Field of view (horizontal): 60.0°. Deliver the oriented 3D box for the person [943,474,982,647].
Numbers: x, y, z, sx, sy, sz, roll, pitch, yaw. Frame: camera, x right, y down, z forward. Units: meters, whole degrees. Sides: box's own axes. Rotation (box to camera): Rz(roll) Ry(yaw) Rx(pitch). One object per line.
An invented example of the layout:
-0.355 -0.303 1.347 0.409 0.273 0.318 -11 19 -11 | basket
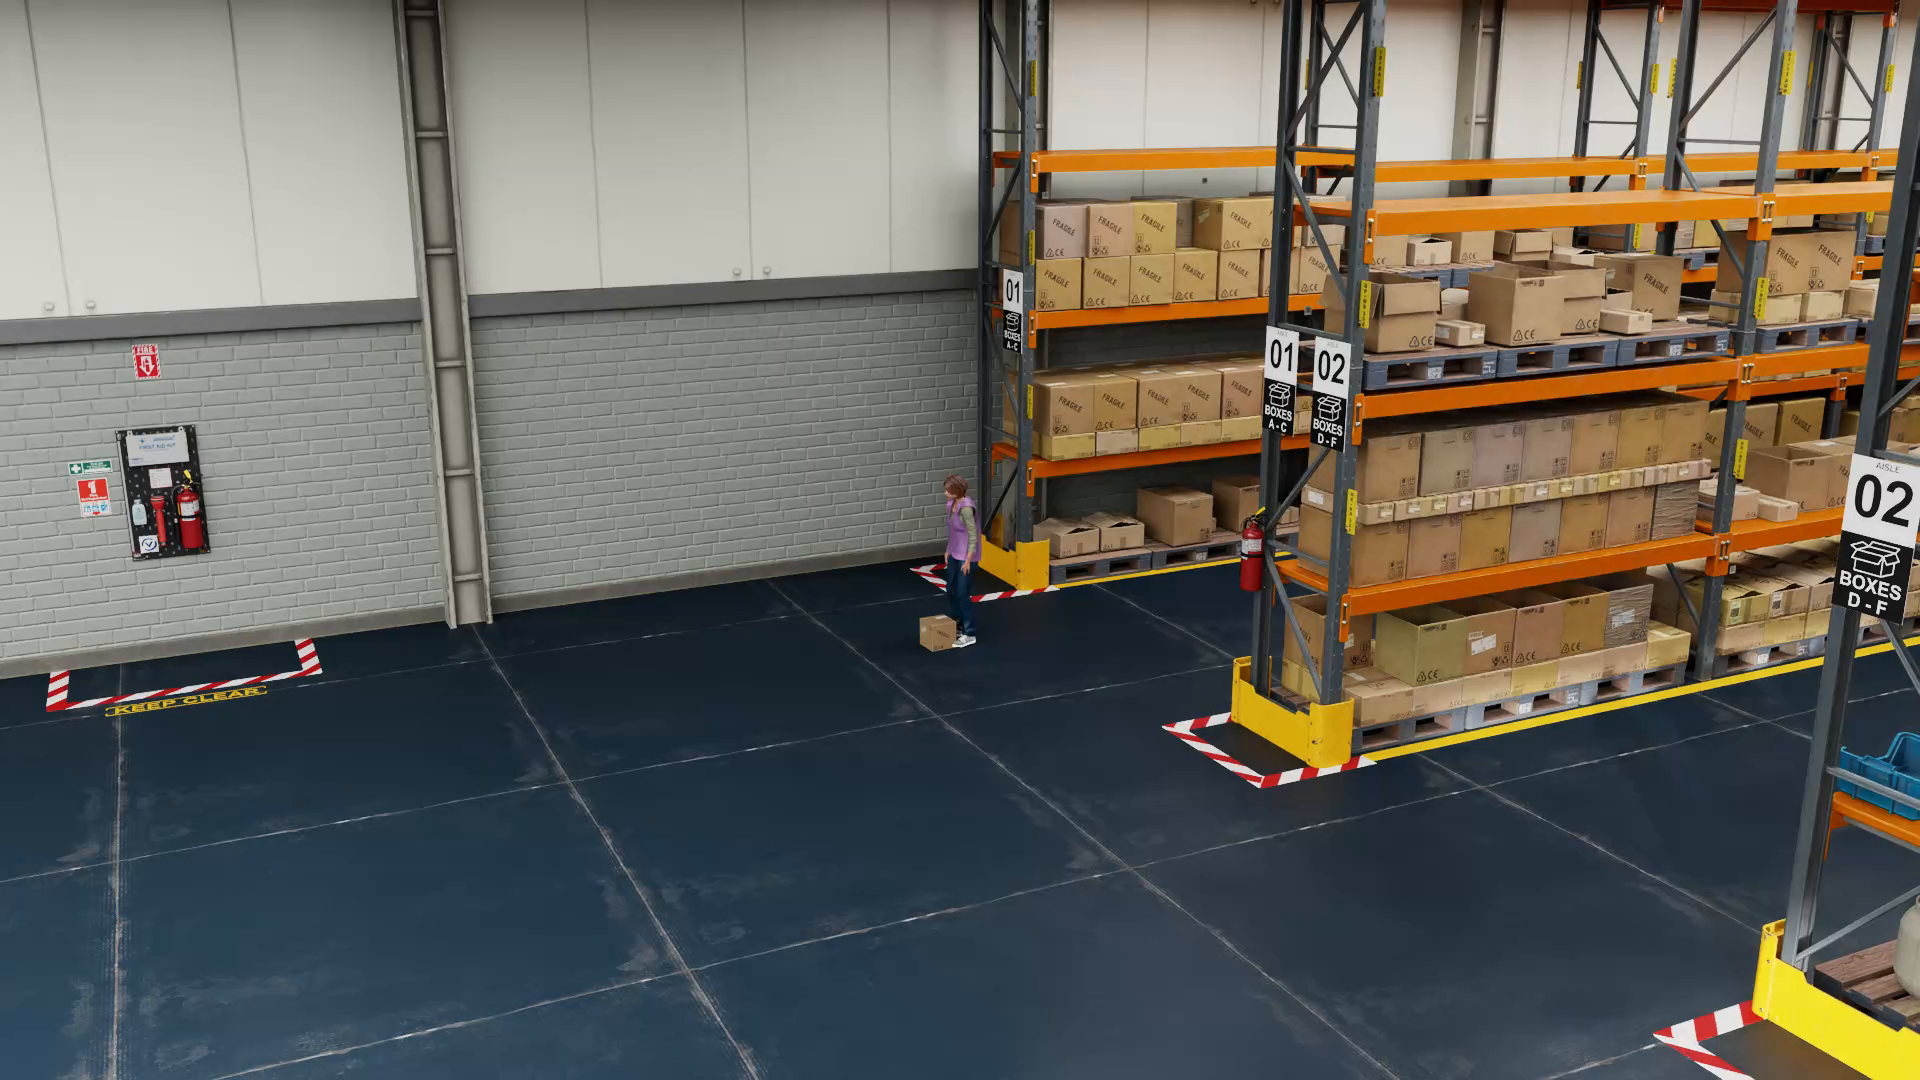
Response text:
0.010 0.171 15.121 0.344 1.592 0.460 -7 17 -25 | person
